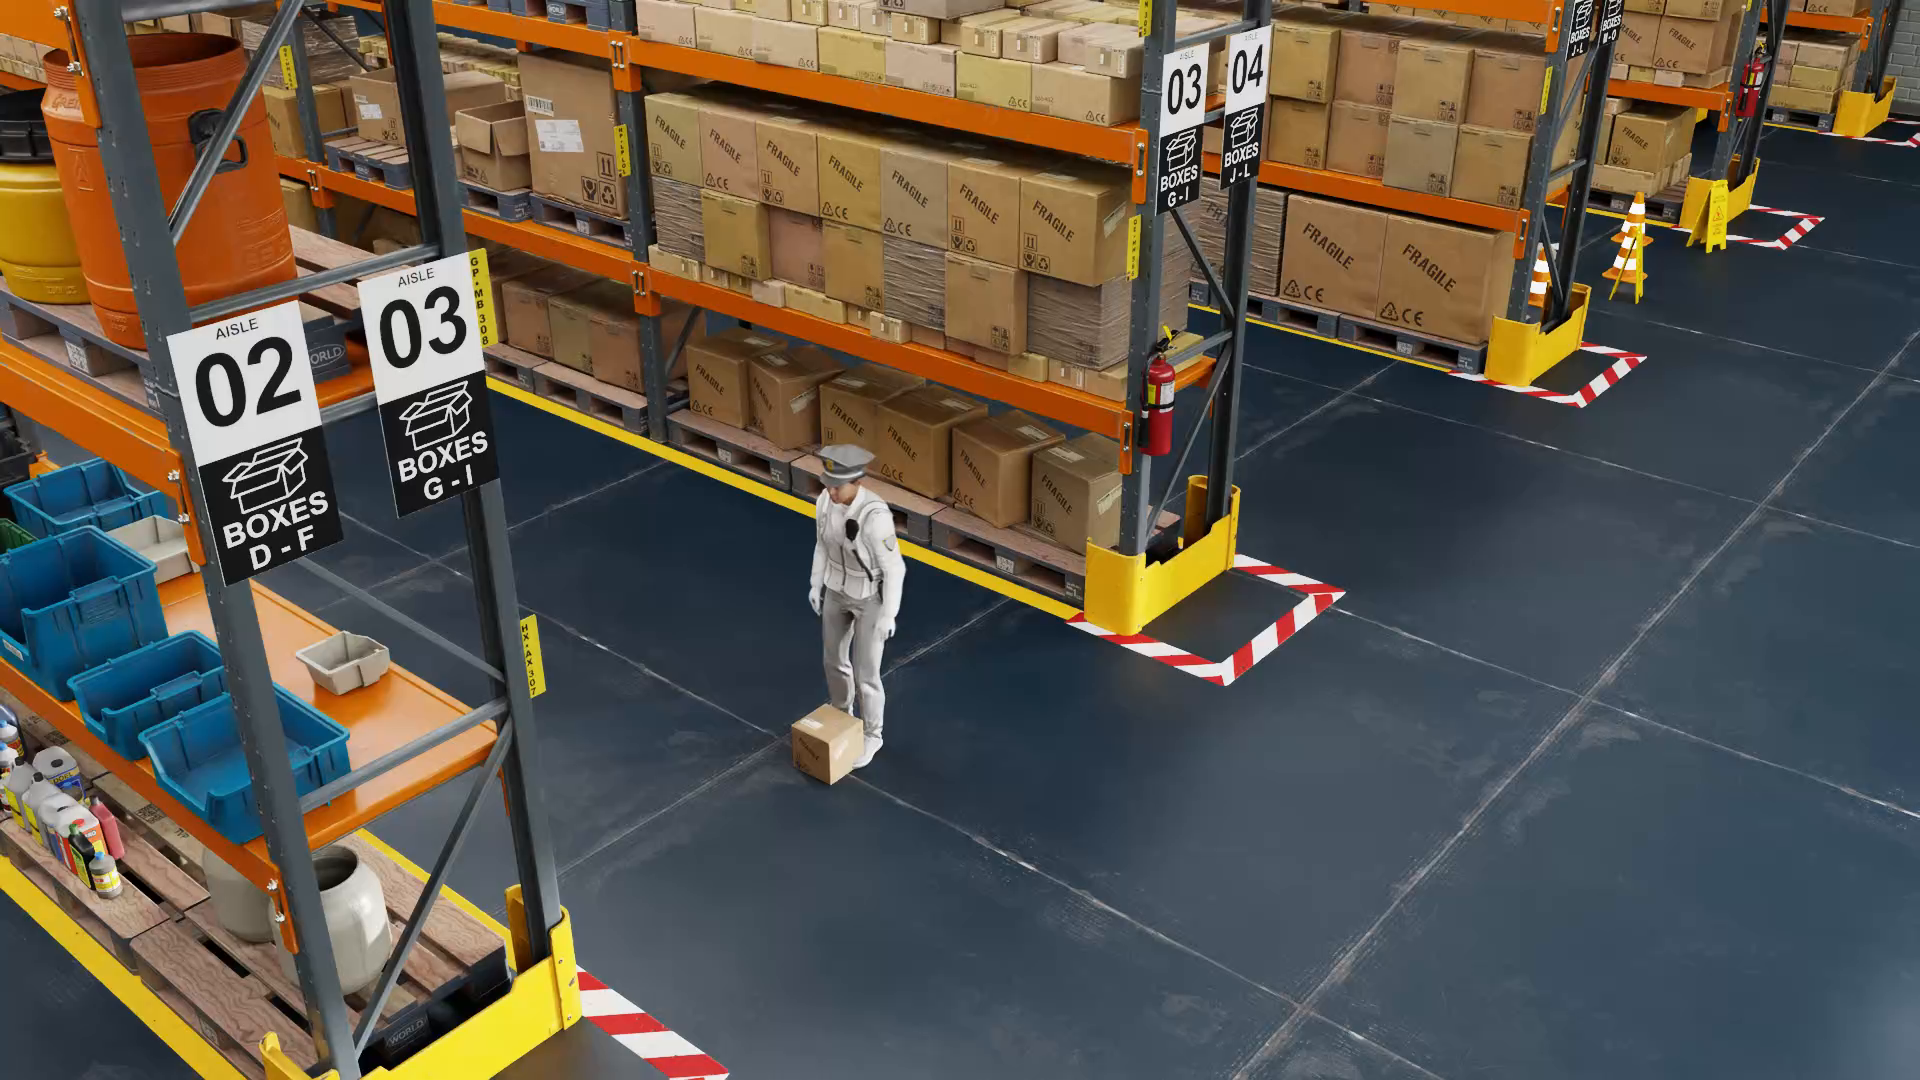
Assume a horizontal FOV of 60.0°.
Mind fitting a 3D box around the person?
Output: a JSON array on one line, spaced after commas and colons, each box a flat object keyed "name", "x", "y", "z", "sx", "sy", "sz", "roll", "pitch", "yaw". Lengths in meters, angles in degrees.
[{"name": "person", "x": -0.515, "y": 0.301, "z": 8.040, "sx": 0.535, "sy": 1.661, "sz": 0.405, "roll": 20, "pitch": 34, "yaw": 34}]
